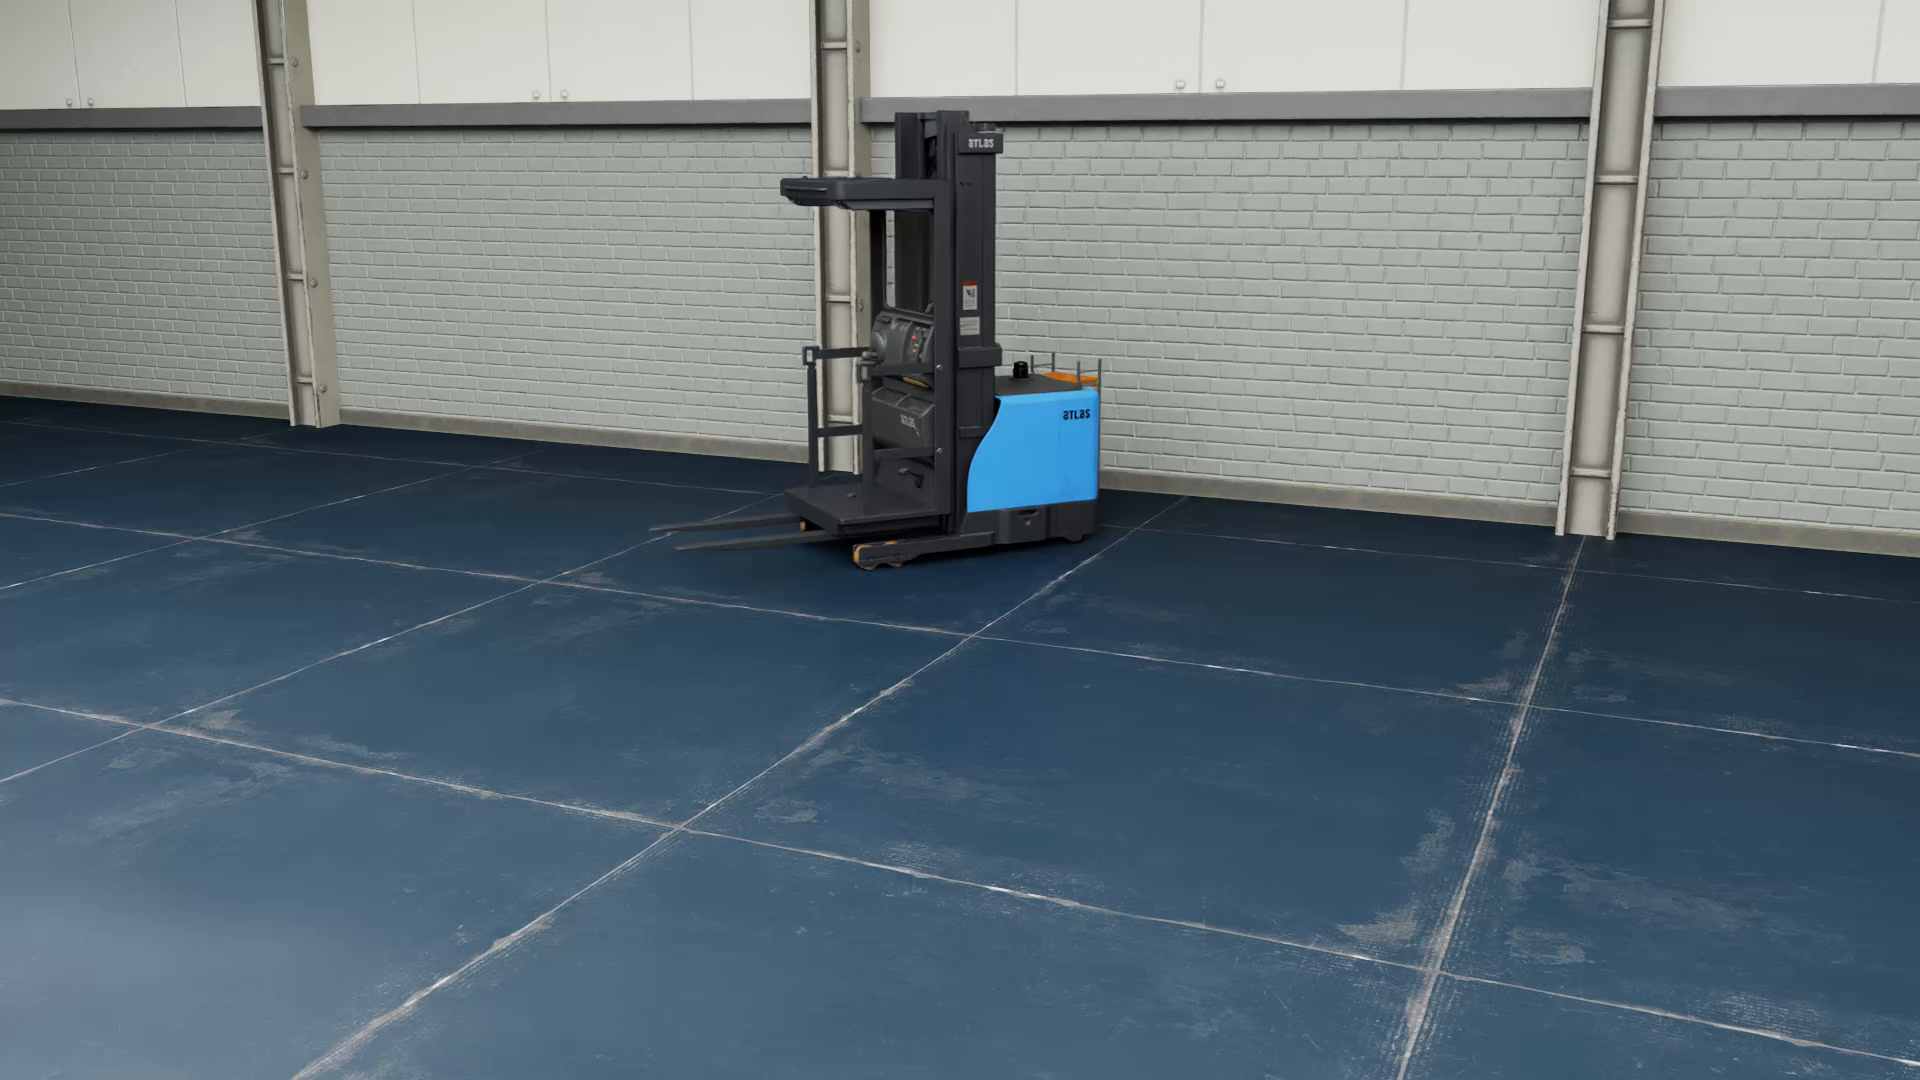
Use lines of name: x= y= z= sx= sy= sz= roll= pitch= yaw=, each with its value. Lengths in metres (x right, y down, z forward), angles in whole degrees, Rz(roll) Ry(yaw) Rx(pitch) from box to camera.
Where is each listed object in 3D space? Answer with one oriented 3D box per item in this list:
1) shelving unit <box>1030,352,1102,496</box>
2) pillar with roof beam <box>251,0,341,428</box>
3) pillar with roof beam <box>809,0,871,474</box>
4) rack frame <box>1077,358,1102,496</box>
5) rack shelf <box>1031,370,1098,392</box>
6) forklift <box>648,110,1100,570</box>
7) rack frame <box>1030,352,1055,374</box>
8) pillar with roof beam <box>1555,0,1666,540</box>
shelving unit: x=0.779 y=-0.766 z=12.394 sx=0.258 sy=1.200 sz=0.503 roll=-11 pitch=17 yaw=-40
pillar with roof beam: x=-8.207 y=-4.644 z=11.847 sx=0.400 sy=9.000 sz=9.100 roll=6 pitch=14 yaw=23
pillar with roof beam: x=-2.721 y=-4.089 z=9.481 sx=0.400 sy=9.000 sz=9.100 roll=6 pitch=14 yaw=23
rack frame: x=0.939 y=-0.724 z=12.215 sx=0.240 sy=1.200 sz=0.015 roll=-11 pitch=17 yaw=-40
rack shelf: x=0.780 y=-1.149 z=12.305 sx=0.258 sy=0.148 sz=0.480 roll=-11 pitch=17 yaw=-40
forklift: x=-0.577 y=-1.369 z=11.175 sx=3.031 sy=2.935 sz=1.130 roll=-6 pitch=15 yaw=-25
rack frame: x=0.620 y=-0.809 z=12.574 sx=0.240 sy=1.200 sz=0.015 roll=-11 pitch=17 yaw=-40
pillar with roof beam: x=2.765 y=-3.533 z=7.115 sx=0.400 sy=9.000 sz=9.100 roll=6 pitch=14 yaw=23
